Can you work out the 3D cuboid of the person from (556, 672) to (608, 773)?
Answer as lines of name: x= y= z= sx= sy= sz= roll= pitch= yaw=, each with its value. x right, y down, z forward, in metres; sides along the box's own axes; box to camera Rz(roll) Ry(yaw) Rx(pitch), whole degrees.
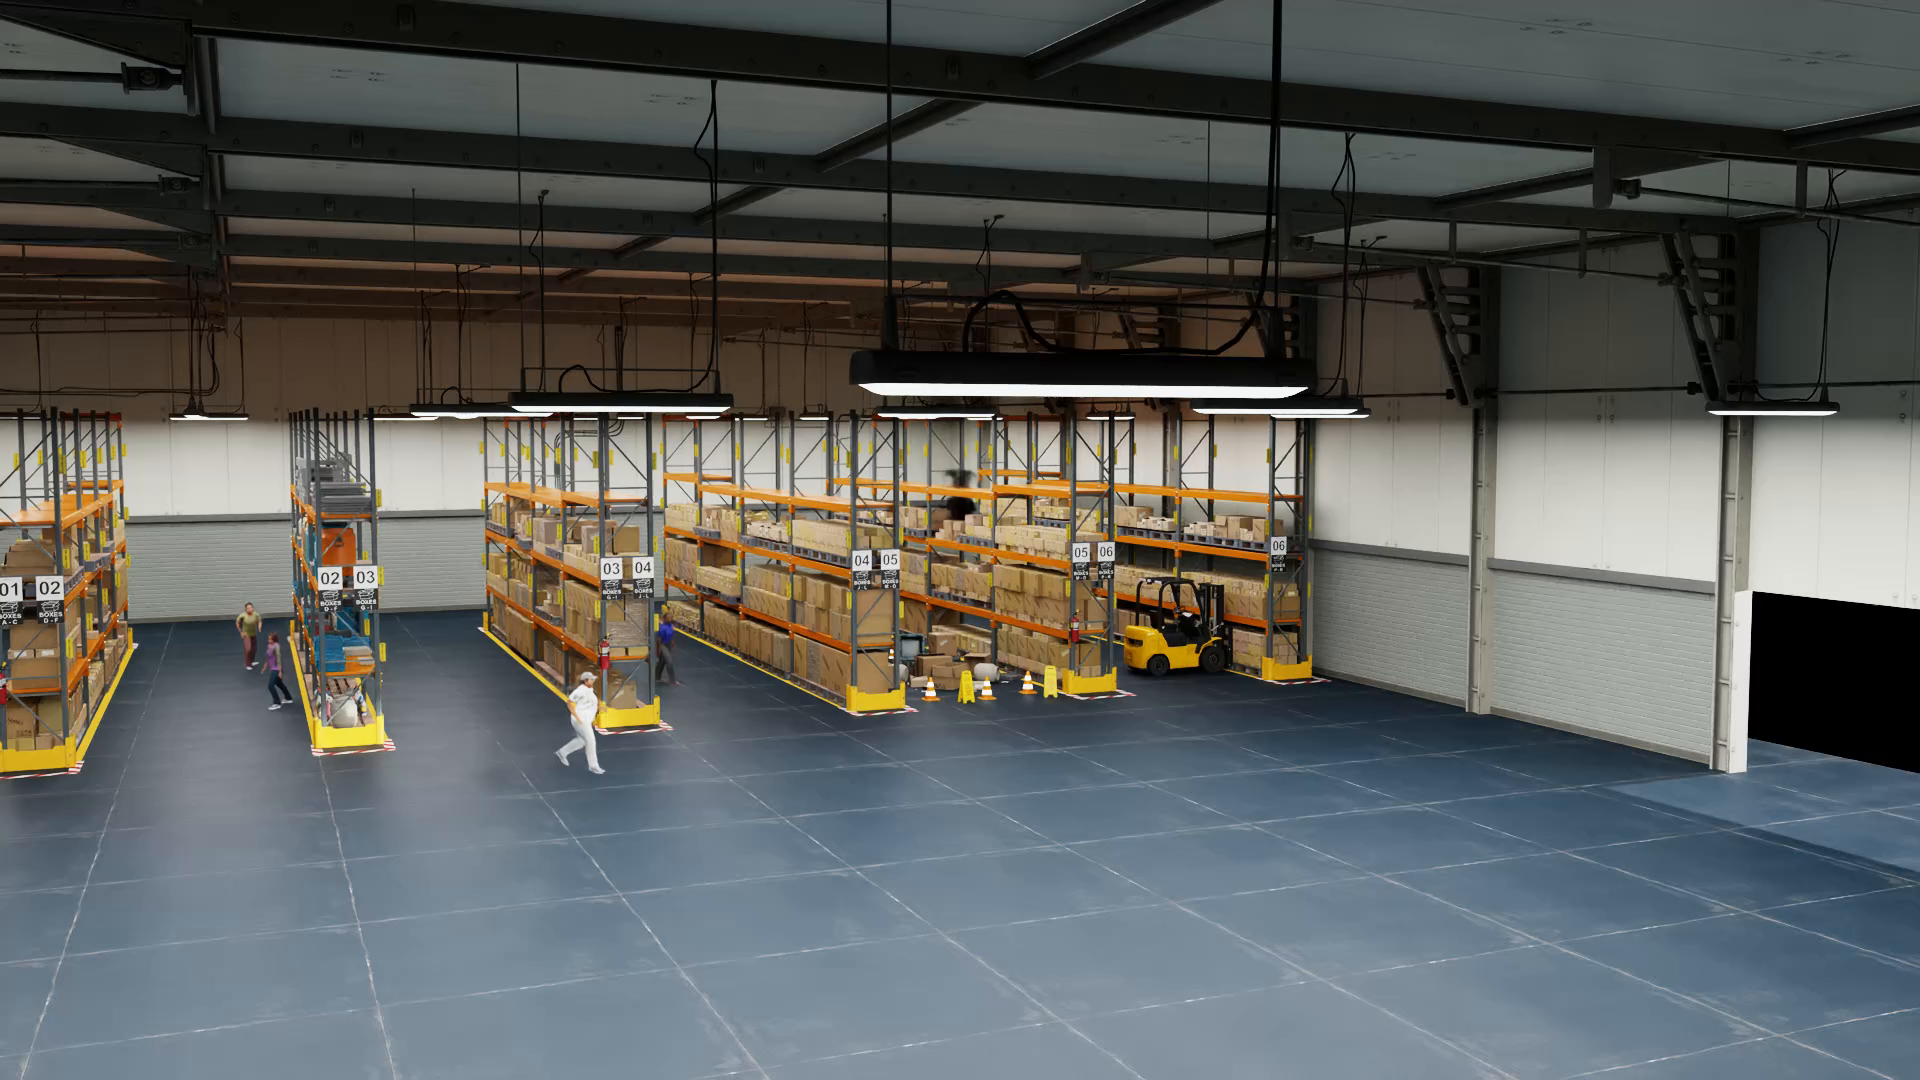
person: x=-6.242 y=2.995 z=27.343 sx=0.886 sy=1.678 sz=0.581 roll=0 pitch=4 yaw=7

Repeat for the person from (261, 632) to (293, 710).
person: x=-13.761 y=2.604 z=33.546 sx=0.626 sy=1.533 sz=0.712 roll=-3 pitch=5 yaw=-38

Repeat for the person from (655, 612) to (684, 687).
person: x=-6.398 y=2.374 z=36.402 sx=0.853 sy=1.622 sz=0.543 roll=1 pitch=4 yaw=18

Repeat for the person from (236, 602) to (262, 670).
person: x=-16.566 y=2.222 z=38.790 sx=0.829 sy=1.588 sz=0.625 roll=4 pitch=5 yaw=41
